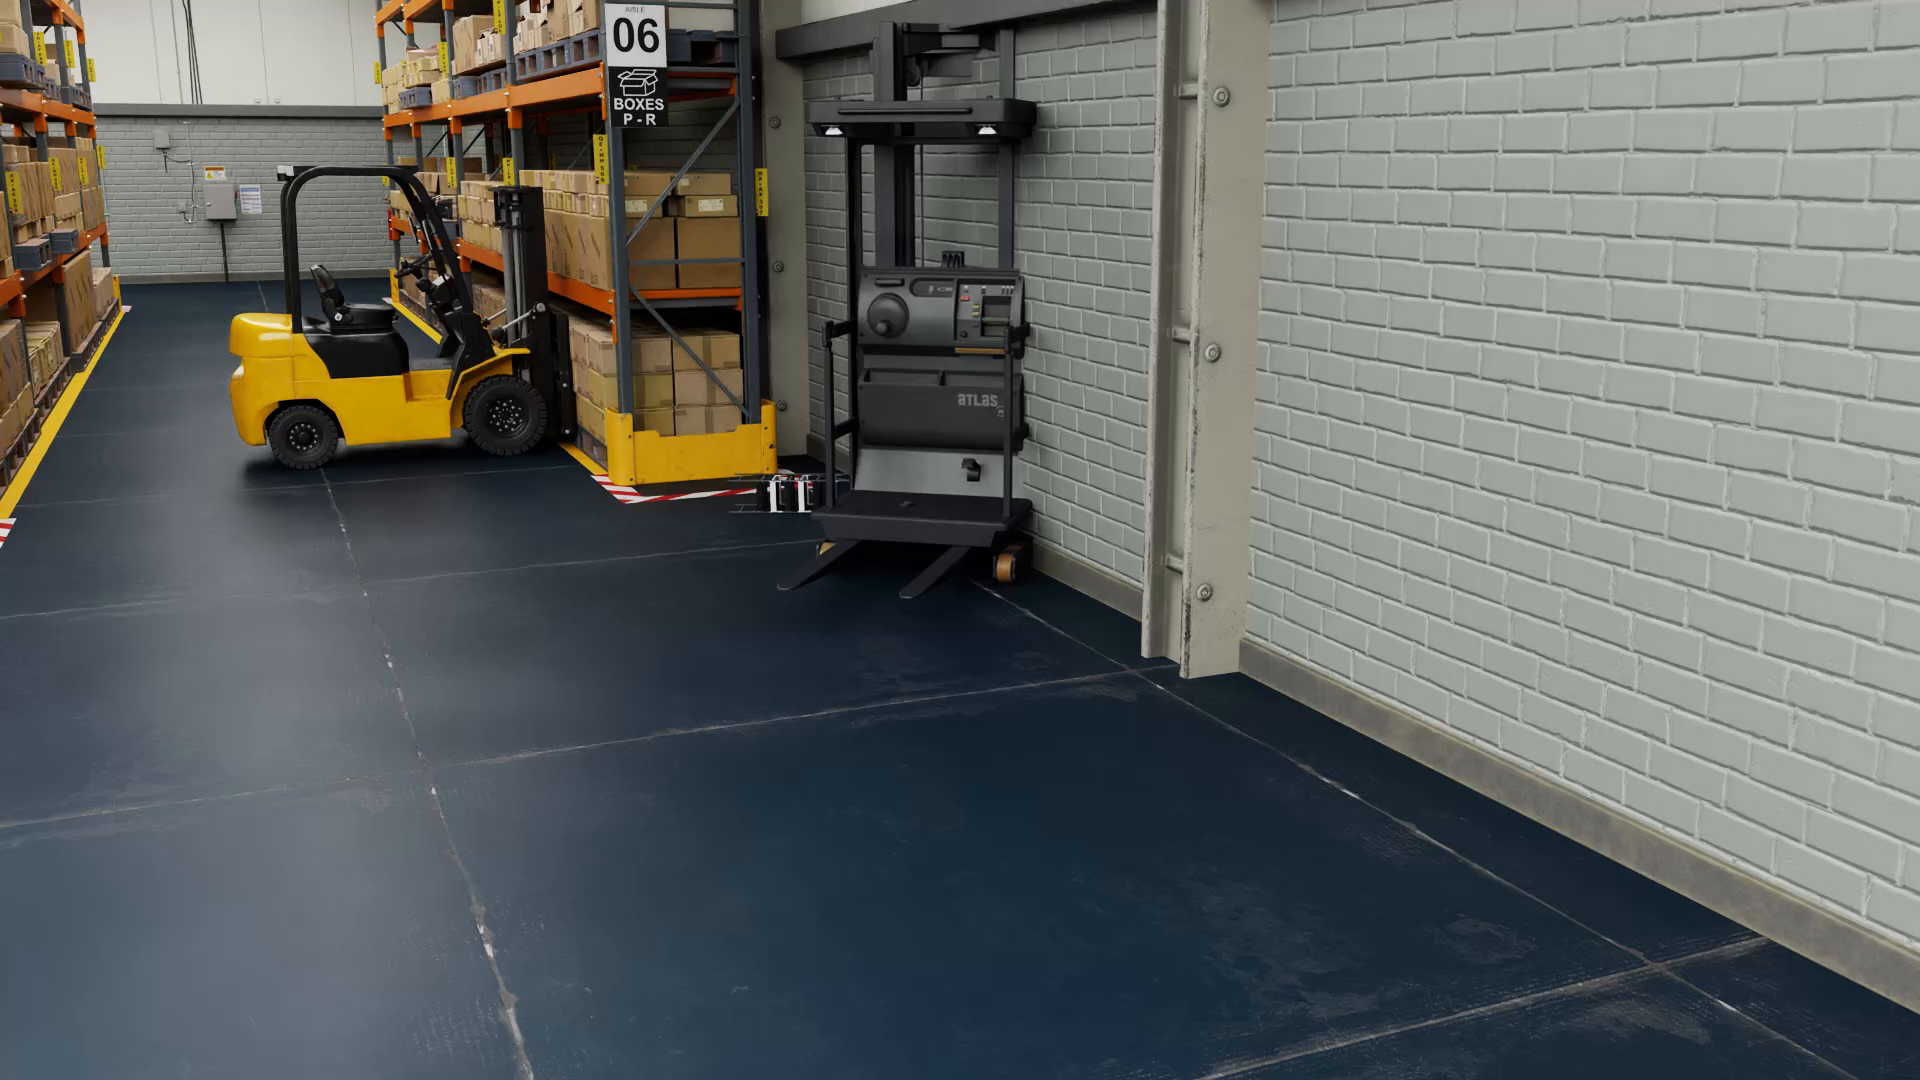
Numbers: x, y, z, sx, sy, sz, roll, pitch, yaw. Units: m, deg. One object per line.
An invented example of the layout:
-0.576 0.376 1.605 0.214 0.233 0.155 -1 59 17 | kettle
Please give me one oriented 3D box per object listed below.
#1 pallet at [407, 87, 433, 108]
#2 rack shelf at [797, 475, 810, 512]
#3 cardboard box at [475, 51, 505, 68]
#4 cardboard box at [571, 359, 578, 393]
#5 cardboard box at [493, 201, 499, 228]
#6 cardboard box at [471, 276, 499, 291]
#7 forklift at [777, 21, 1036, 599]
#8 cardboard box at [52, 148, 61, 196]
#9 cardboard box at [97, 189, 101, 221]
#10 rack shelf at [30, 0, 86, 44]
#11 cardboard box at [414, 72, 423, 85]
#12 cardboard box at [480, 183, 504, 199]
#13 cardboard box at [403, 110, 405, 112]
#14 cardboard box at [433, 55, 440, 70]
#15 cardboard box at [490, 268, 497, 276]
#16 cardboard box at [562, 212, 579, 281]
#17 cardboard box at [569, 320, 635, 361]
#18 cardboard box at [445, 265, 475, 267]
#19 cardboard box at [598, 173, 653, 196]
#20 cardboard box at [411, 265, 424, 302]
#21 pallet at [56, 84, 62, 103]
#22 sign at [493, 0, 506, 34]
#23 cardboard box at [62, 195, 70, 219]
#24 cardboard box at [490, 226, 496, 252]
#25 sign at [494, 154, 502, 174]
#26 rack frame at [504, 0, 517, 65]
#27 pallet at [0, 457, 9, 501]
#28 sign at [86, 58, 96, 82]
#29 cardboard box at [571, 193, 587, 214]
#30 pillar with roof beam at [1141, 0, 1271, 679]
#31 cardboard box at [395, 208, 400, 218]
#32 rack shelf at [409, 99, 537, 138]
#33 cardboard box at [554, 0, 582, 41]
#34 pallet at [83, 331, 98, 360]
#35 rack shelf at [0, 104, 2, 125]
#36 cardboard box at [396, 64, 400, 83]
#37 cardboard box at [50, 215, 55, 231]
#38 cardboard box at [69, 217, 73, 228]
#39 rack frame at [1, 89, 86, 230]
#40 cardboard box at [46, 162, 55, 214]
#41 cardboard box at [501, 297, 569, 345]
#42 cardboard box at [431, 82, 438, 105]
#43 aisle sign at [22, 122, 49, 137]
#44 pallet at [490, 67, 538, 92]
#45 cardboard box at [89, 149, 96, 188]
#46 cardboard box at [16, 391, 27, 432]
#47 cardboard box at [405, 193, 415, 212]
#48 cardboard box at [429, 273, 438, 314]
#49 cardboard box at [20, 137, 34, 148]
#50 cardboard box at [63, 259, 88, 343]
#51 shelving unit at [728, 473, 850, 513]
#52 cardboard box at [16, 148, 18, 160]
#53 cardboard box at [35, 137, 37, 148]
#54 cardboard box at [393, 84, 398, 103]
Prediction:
-6.097 -5.419 20.394 1.213 0.211 1.003 -6 14 -23 | pallet
-0.988 -0.303 10.694 0.077 0.200 0.258 0 13 2 | rack shelf
-4.535 -4.702 16.287 0.380 0.149 0.250 -6 14 -24 | cardboard box
-2.803 -1.315 12.957 0.500 0.250 0.500 -6 14 -24 | cardboard box
-4.151 -3.106 15.860 0.500 0.250 0.500 -6 14 -24 | cardboard box
-5.539 -2.959 19.178 0.380 0.149 0.250 -6 14 -26 | cardboard box
-0.159 -1.291 8.950 1.130 2.935 3.031 3 13 14 | forklift
-9.837 -3.890 17.585 0.500 0.500 0.500 -6 14 -23 | cardboard box
-12.238 -4.649 23.083 0.500 0.500 0.500 -6 14 -24 | cardboard box
-12.060 -6.745 21.540 1.077 0.370 4.000 -6 14 -23 | rack shelf
-6.452 -5.634 20.314 0.380 0.149 0.250 -5 14 -22 | cardboard box
-4.564 -3.475 16.573 0.380 0.149 0.250 -6 14 -24 | cardboard box
-7.602 -6.058 23.298 0.380 0.149 0.250 -5 14 -22 | cardboard box
-5.935 -5.565 19.400 0.380 0.149 0.250 -6 14 -24 | cardboard box
-5.600 -3.279 20.557 0.380 0.149 0.250 -6 14 -23 | cardboard box
-2.748 -2.265 12.783 0.500 0.500 0.500 -6 14 -24 | cardboard box
-2.796 -1.552 12.873 0.500 0.250 0.500 -5 14 -22 | cardboard box
-6.329 -3.396 21.064 0.380 0.149 0.250 -6 14 -23 | cardboard box
-2.369 -2.537 11.861 0.380 0.149 0.250 -6 14 -23 | cardboard box
-7.433 -3.688 23.763 0.700 0.500 0.500 -6 14 -25 | cardboard box
-10.846 -5.138 19.189 0.805 0.209 1.217 -6 14 -25 | pallet
-4.000 -4.567 14.452 0.100 0.325 0.005 -6 14 -23 | sign
-10.027 -3.637 18.155 0.500 0.250 0.500 -6 14 -23 | cardboard box
-4.326 -2.967 16.371 0.500 0.250 0.500 -6 14 -23 | cardboard box
-6.205 -5.019 22.335 0.100 0.325 0.005 -6 14 -23 | sign
-3.507 -5.674 14.428 1.000 3.000 0.127 -6 14 -23 | rack frame
-6.775 -0.304 10.714 1.003 0.211 1.213 -6 14 -23 | pallet
-12.358 -6.682 23.646 0.100 0.325 0.005 -6 14 -23 | sign
-2.717 -2.548 12.567 0.380 0.149 0.250 -6 14 -25 | cardboard box
-2.899 -3.444 4.794 9.100 9.000 0.400 -6 14 -23 | pillar with roof beam
-8.434 -5.015 25.444 0.380 0.149 0.250 -6 14 -23 | cardboard box
-5.911 -5.102 20.203 1.077 0.370 4.000 -6 14 -23 | rack shelf
-2.624 -3.978 12.379 0.700 0.500 0.500 -6 14 -23 | cardboard box
-10.388 -2.191 18.869 1.003 0.211 1.213 -6 14 -23 | pallet
-7.253 -3.000 11.121 1.077 0.370 4.000 -6 14 -23 | rack shelf
-7.541 -6.473 23.096 0.500 0.250 0.500 -5 14 -22 | cardboard box
-8.993 -3.067 16.096 0.380 0.149 0.250 -6 14 -23 | cardboard box
-10.249 -3.494 18.648 0.500 0.250 0.500 -6 14 -23 | cardboard box
-11.258 -3.955 20.305 1.000 3.000 0.127 -6 14 -23 | rack frame
-9.219 -3.458 16.345 0.500 0.500 0.500 -6 14 -25 | cardboard box
-4.030 -2.067 16.482 0.875 0.625 0.625 -6 14 -24 | cardboard box
-5.940 -5.257 19.612 0.500 0.250 0.500 -6 14 -23 | cardboard box
-13.155 -6.036 23.534 0.394 0.787 0.004 -6 14 -23 | aisle sign
-3.872 -4.300 15.570 0.805 0.209 1.217 -6 14 -25 | pallet
-12.018 -5.031 22.516 0.500 0.500 0.500 -6 14 -23 | cardboard box
-7.348 -0.960 12.532 0.500 0.250 0.500 -6 14 -24 | cardboard box
-7.541 -4.765 23.480 0.500 0.250 0.500 -6 14 -23 | cardboard box
-6.724 -3.270 21.960 0.500 0.500 0.500 -5 14 -21 | cardboard box
-11.680 -4.906 20.536 0.380 0.149 0.250 -5 14 -22 | cardboard box
-10.210 -2.633 18.373 0.875 0.875 0.875 -5 14 -22 | cardboard box
-1.022 -0.303 10.696 0.900 0.210 0.258 0 13 2 | shelving unit
-8.448 -3.360 14.486 0.380 0.149 0.250 -5 14 -20 | cardboard box
-11.405 -4.996 20.925 0.380 0.149 0.250 -6 14 -24 | cardboard box
-7.742 -6.332 23.598 0.500 0.250 0.500 -6 14 -24 | cardboard box
